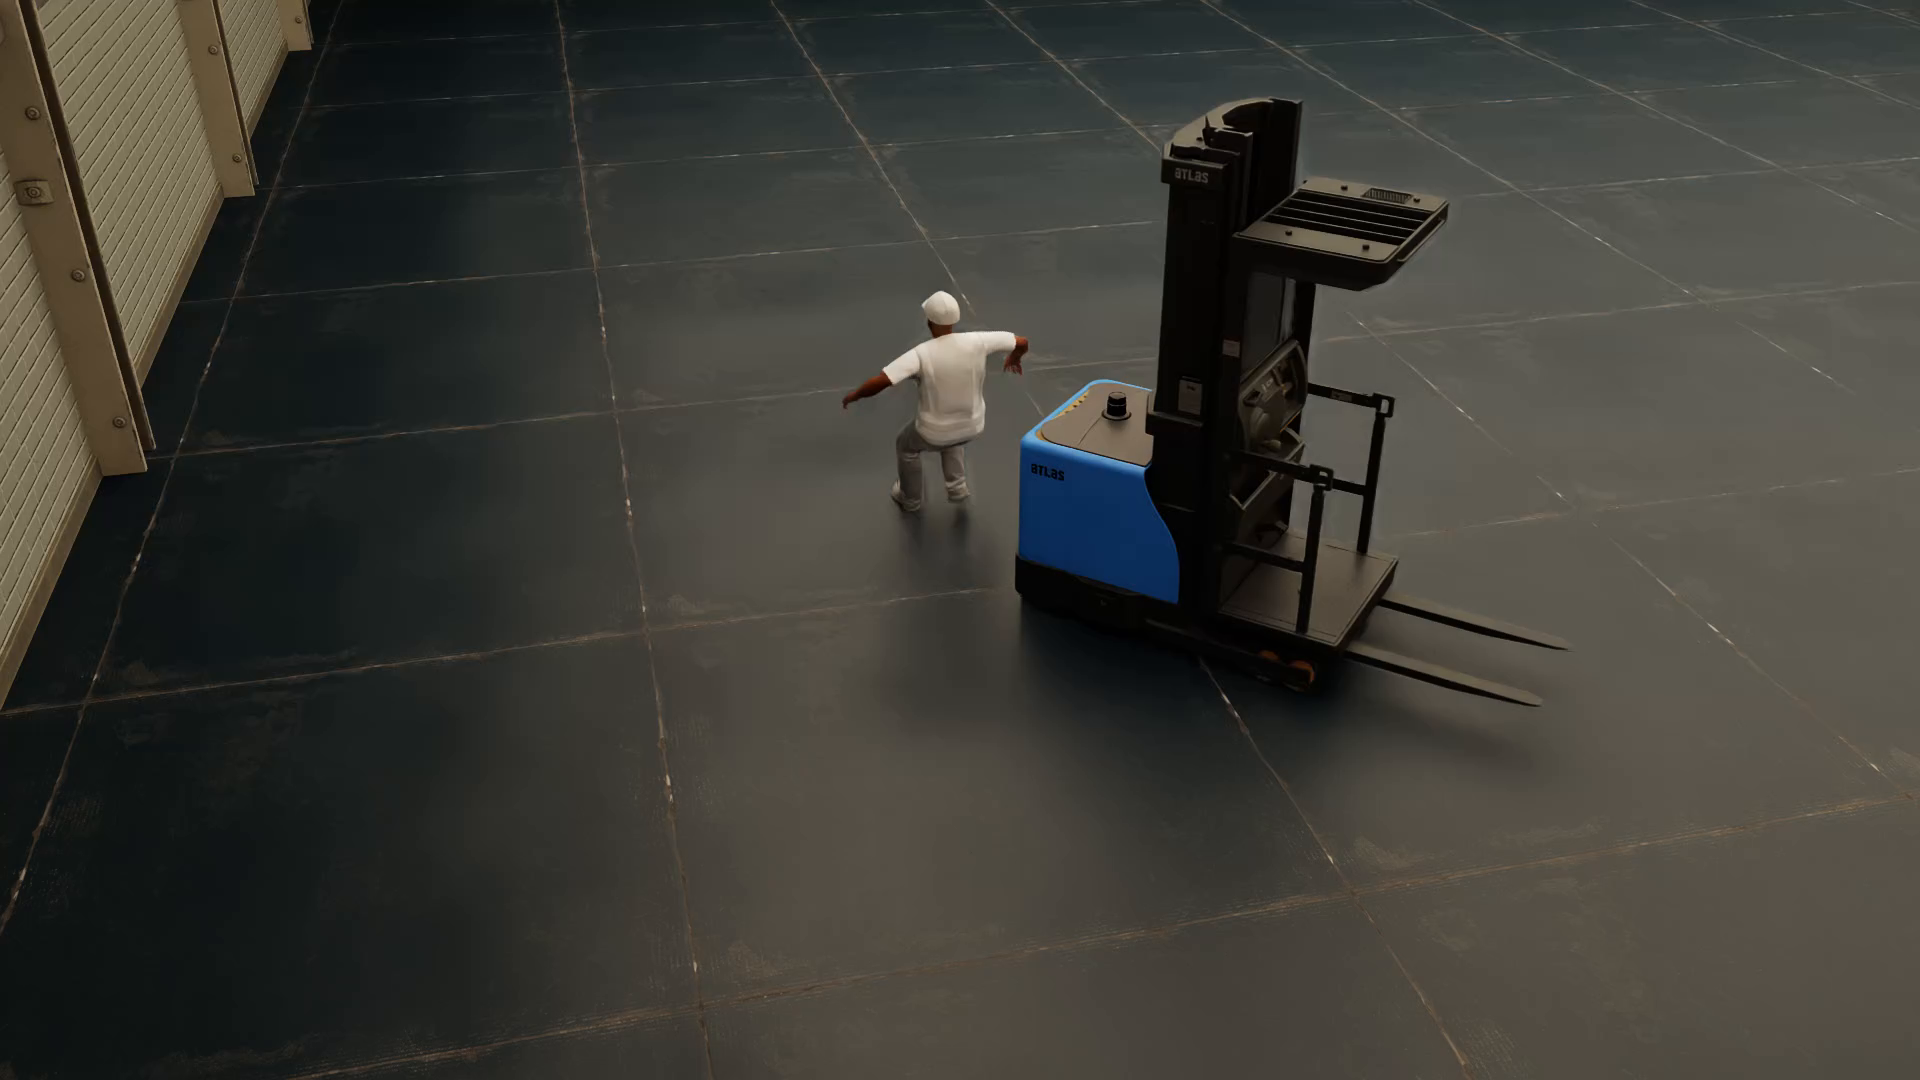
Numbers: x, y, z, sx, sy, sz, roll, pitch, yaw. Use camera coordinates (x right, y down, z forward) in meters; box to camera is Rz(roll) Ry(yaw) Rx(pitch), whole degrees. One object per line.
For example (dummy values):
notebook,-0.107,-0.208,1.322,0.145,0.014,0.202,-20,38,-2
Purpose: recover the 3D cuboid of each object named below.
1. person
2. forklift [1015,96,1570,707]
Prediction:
person,-0.181,-0.845,10.360,1.176,1.617,0.800,-10,32,-17
forklift,1.858,-0.748,8.866,3.031,2.935,1.130,16,34,26
